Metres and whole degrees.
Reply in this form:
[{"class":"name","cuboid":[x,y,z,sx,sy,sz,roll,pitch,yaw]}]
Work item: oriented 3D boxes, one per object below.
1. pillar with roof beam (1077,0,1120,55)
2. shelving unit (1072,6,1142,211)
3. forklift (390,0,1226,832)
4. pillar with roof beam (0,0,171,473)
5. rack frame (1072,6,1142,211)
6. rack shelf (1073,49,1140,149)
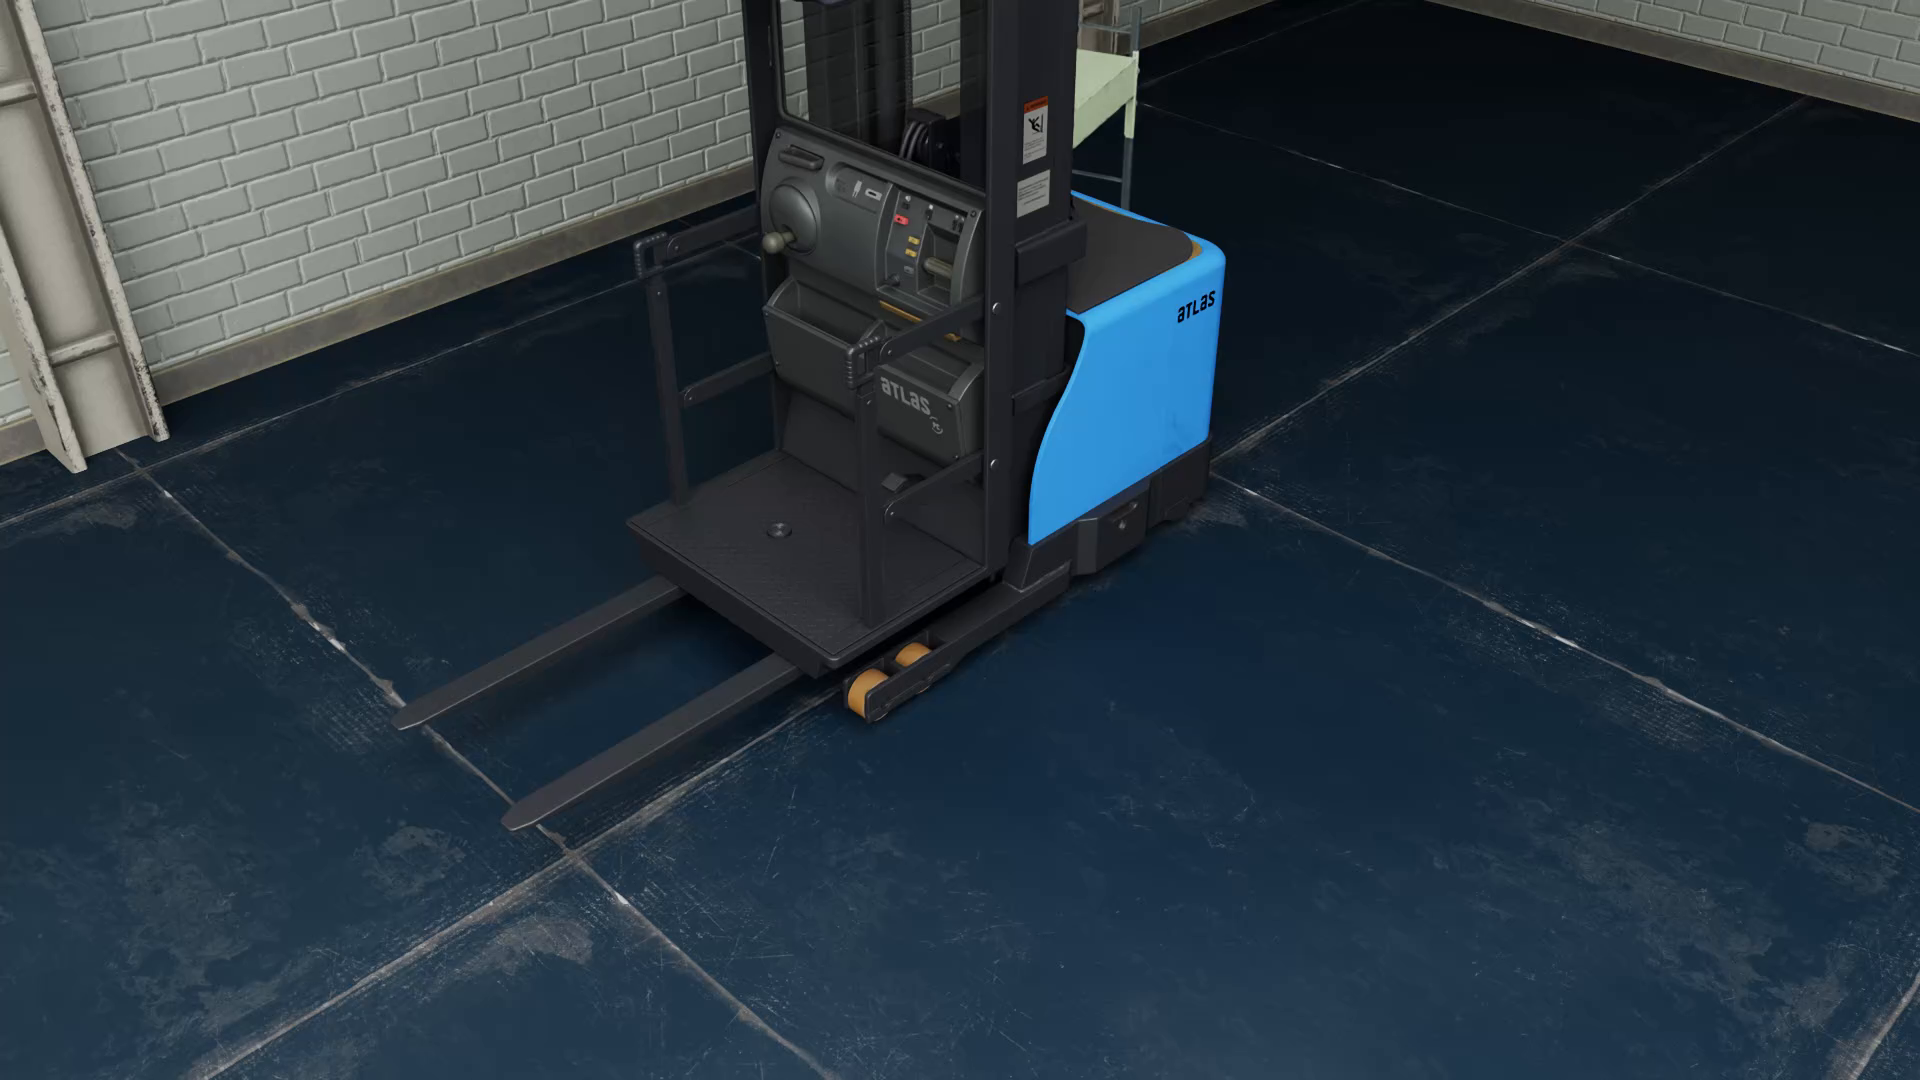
[{"class":"pillar with roof beam","cuboid":[3.780,-4.798,5.263,9.100,9.000,0.400,30,45,35]},{"class":"shelving unit","cuboid":[0.391,-1.395,6.939,0.431,1.500,0.755,16,38,21]},{"class":"forklift","cuboid":[-0.439,-0.948,5.048,1.130,2.935,3.031,29,44,35]},{"class":"pillar with roof beam","cuboid":[-0.447,-2.362,1.770,9.100,9.000,0.400,30,45,35]},{"class":"rack frame","cuboid":[0.551,-1.583,7.209,0.400,1.500,0.023,16,38,21]},{"class":"rack shelf","cuboid":[0.391,-1.715,6.716,0.431,0.370,0.720,16,38,21]}]
